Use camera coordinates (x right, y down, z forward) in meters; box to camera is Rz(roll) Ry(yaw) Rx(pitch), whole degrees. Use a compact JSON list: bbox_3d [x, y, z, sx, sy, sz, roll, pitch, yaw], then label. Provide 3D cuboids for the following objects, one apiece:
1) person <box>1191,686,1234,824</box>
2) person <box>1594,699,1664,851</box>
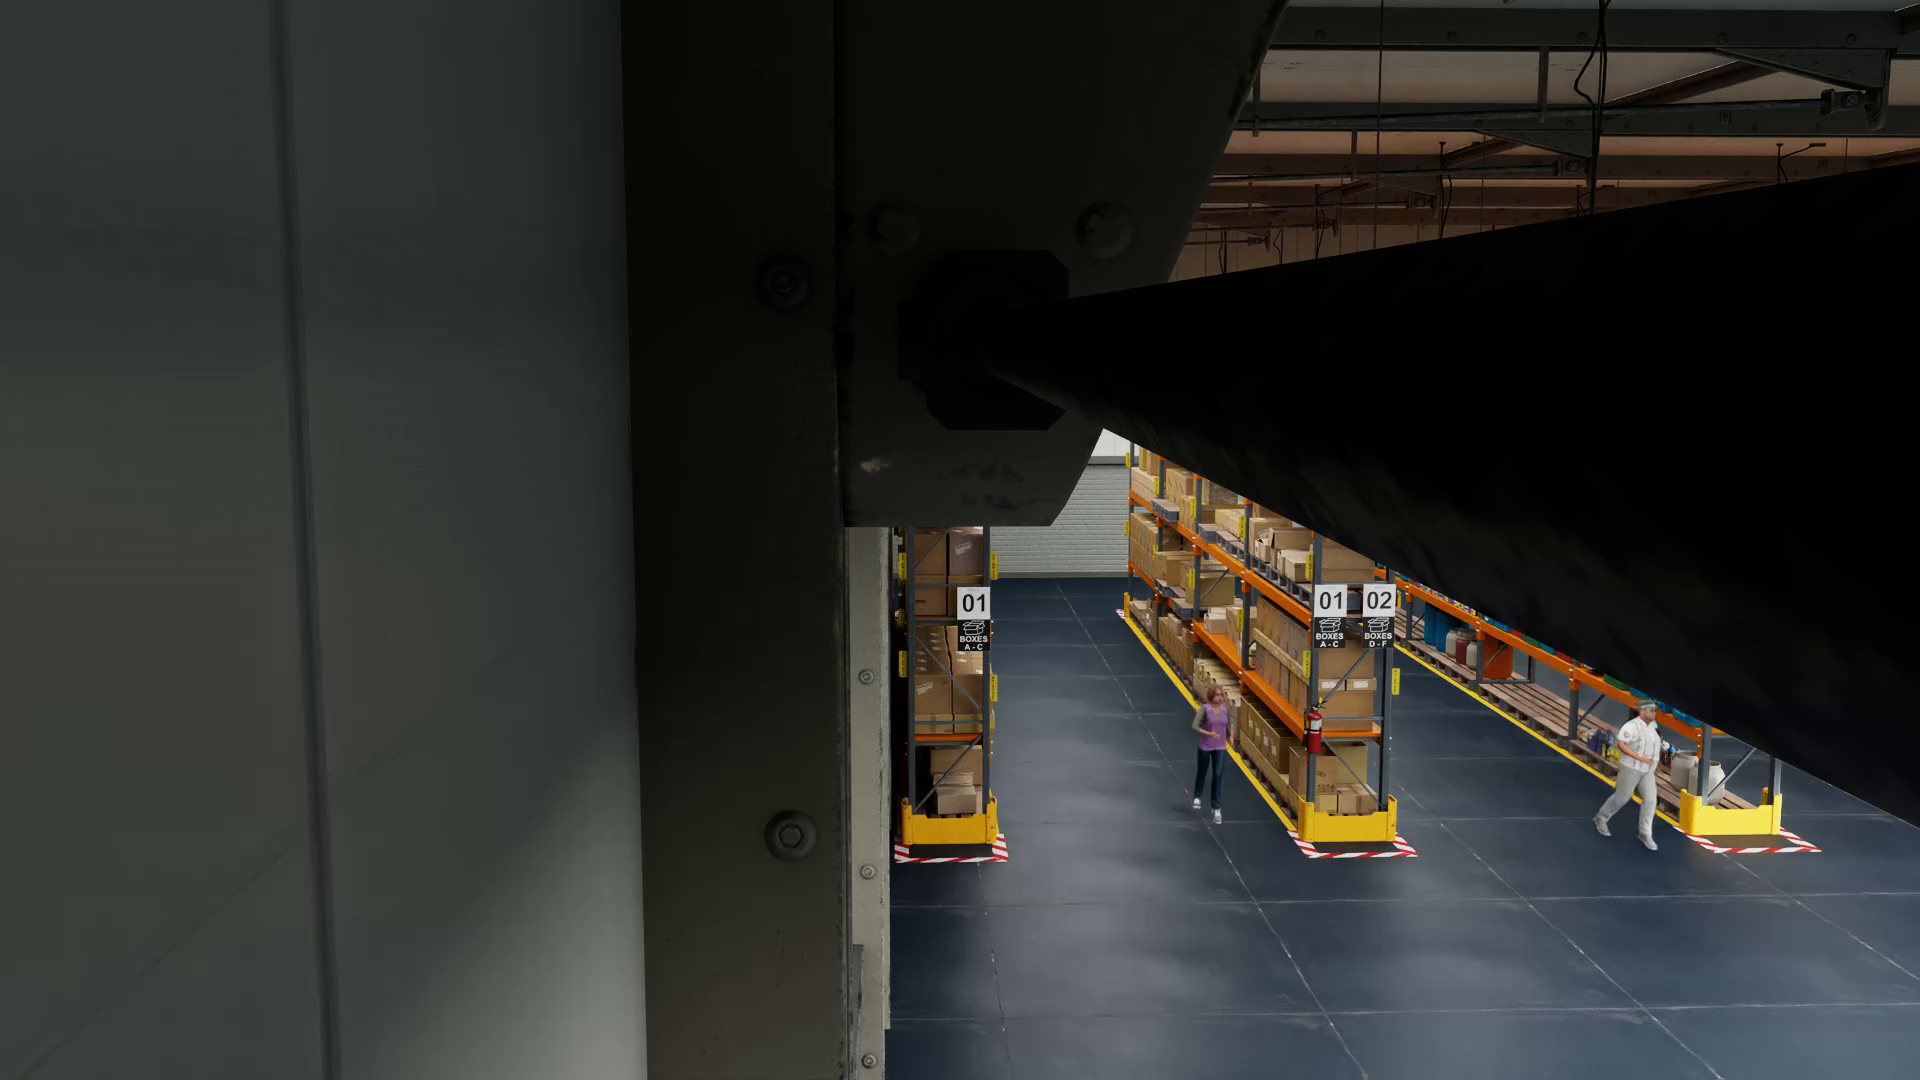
[{"bbox_3d":[3.171,2.634,20.698,0.600,1.631,0.729,-1,7,-9],"label":"person"},{"bbox_3d":[8.400,2.835,20.535,0.727,1.791,0.865,-3,8,-25],"label":"person"}]
